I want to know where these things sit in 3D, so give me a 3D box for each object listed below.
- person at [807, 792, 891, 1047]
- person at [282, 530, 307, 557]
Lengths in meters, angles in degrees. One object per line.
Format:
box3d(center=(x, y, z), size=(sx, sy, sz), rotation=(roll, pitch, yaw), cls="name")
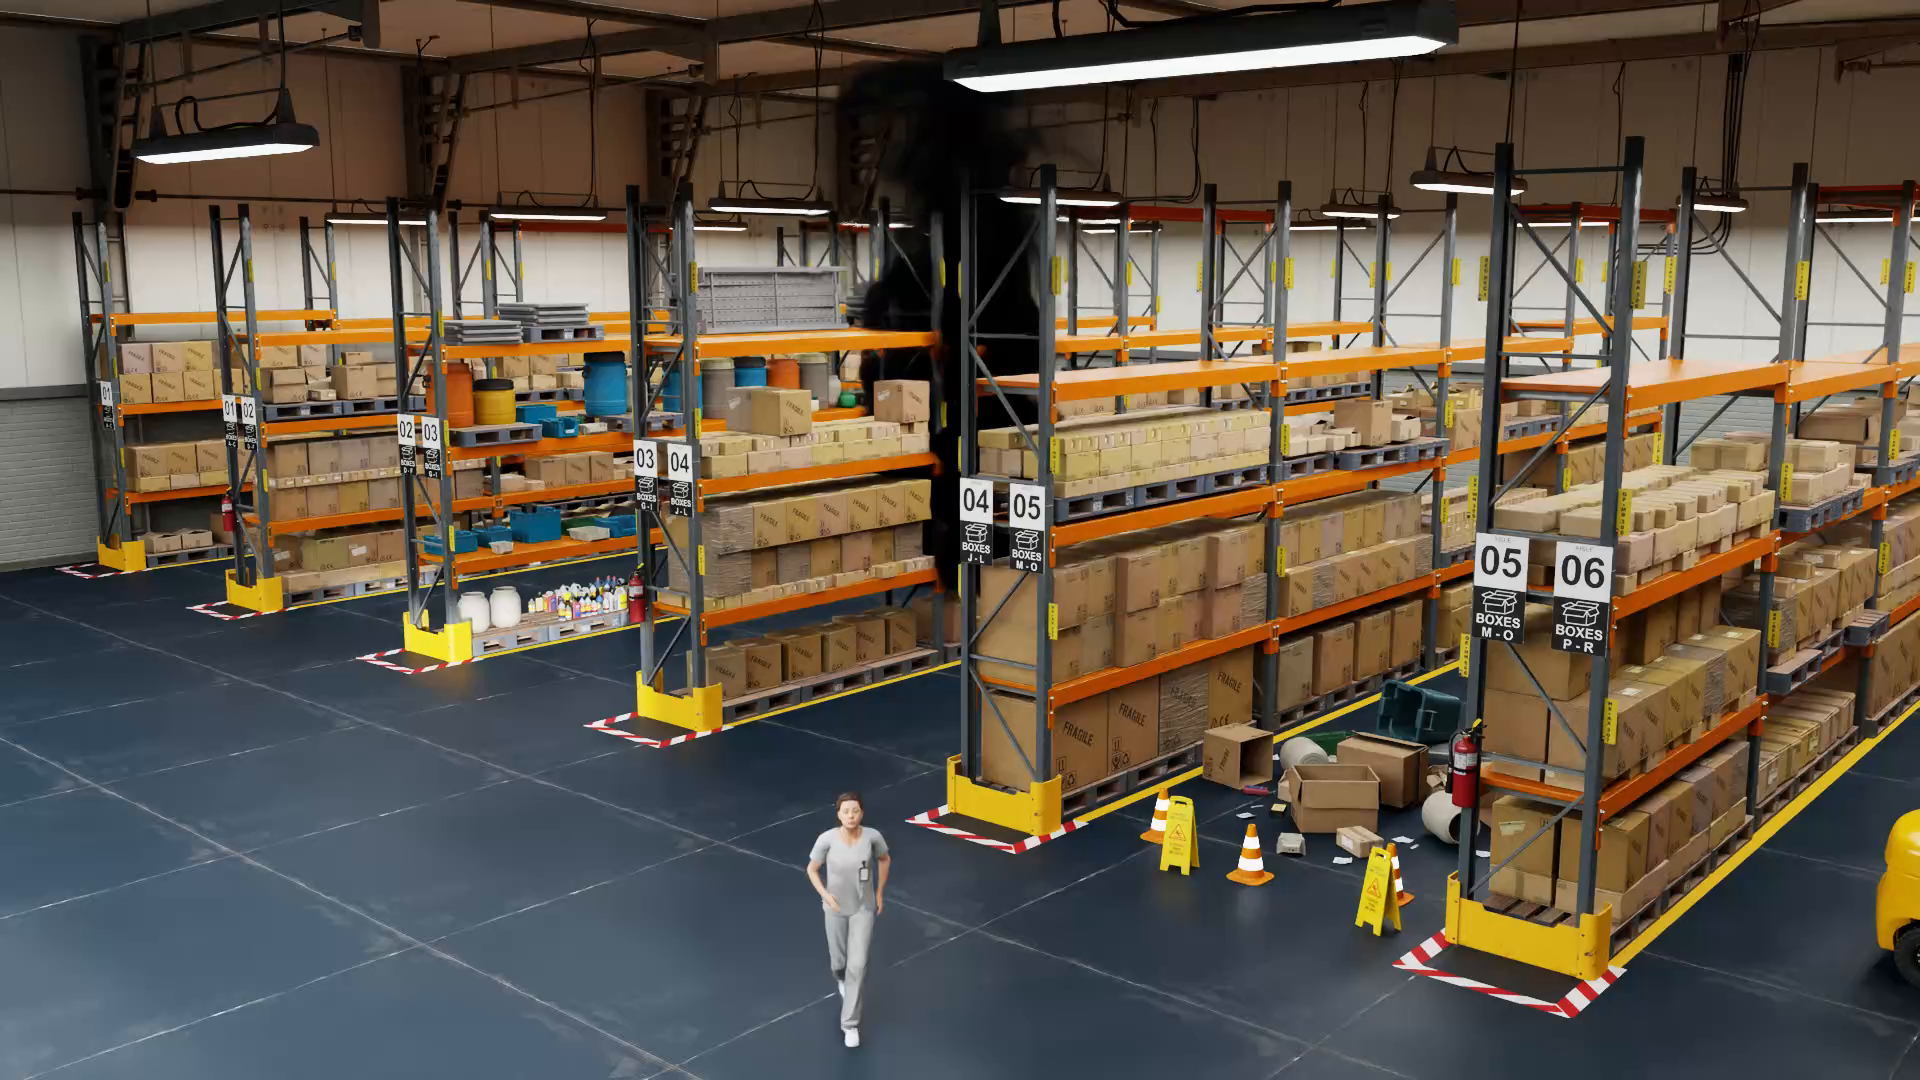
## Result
box3d(center=(-0.751, 2.504, 11.320), size=(0.572, 1.658, 0.823), rotation=(-1, 10, -5), cls="person")
box3d(center=(-10.932, -0.229, 27.421), size=(0.663, 1.757, 0.752), rotation=(6, 11, 30), cls="person")
